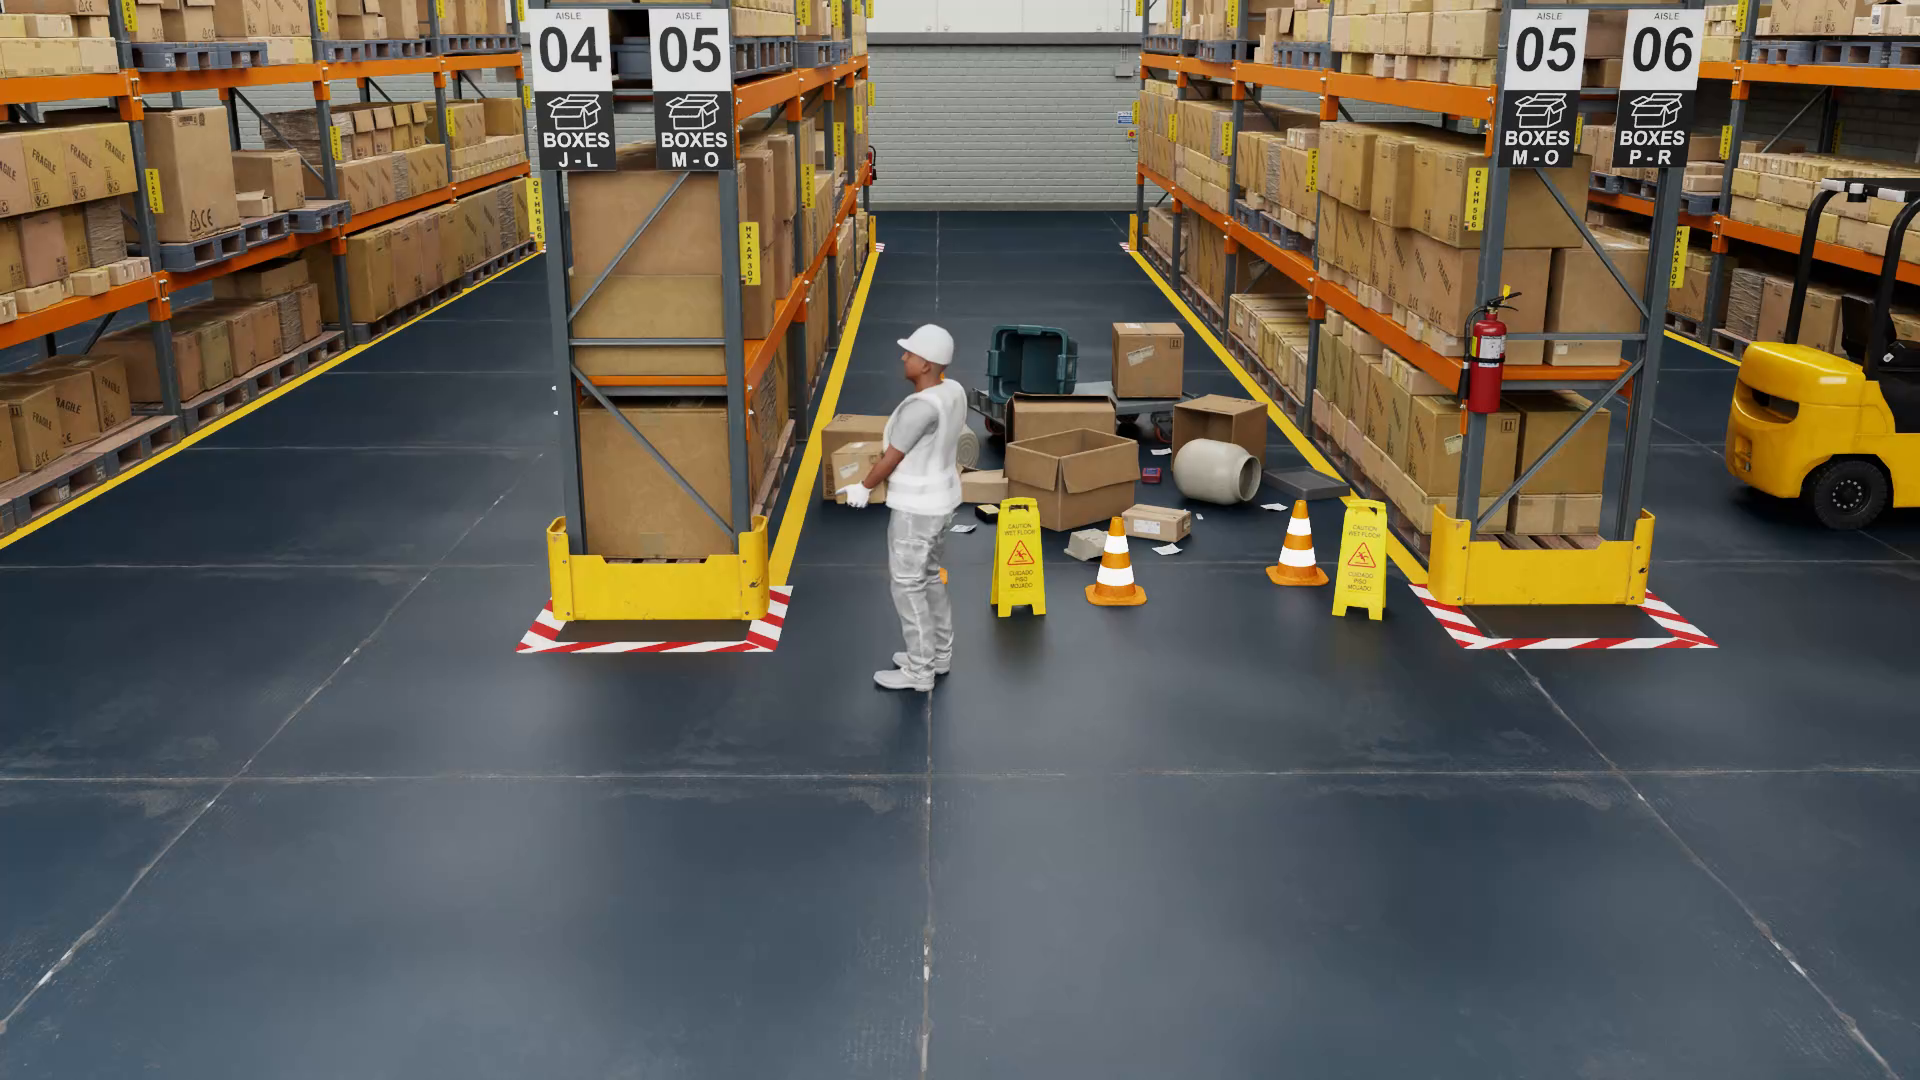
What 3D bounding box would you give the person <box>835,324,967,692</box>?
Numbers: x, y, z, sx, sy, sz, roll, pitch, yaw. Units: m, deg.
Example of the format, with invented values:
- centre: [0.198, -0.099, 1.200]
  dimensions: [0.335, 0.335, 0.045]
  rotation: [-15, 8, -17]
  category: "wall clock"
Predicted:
- centre: [-0.284, -0.165, 8.055]
  dimensions: [0.579, 1.782, 0.494]
  rotation: [5, 18, 17]
  category: "person"
